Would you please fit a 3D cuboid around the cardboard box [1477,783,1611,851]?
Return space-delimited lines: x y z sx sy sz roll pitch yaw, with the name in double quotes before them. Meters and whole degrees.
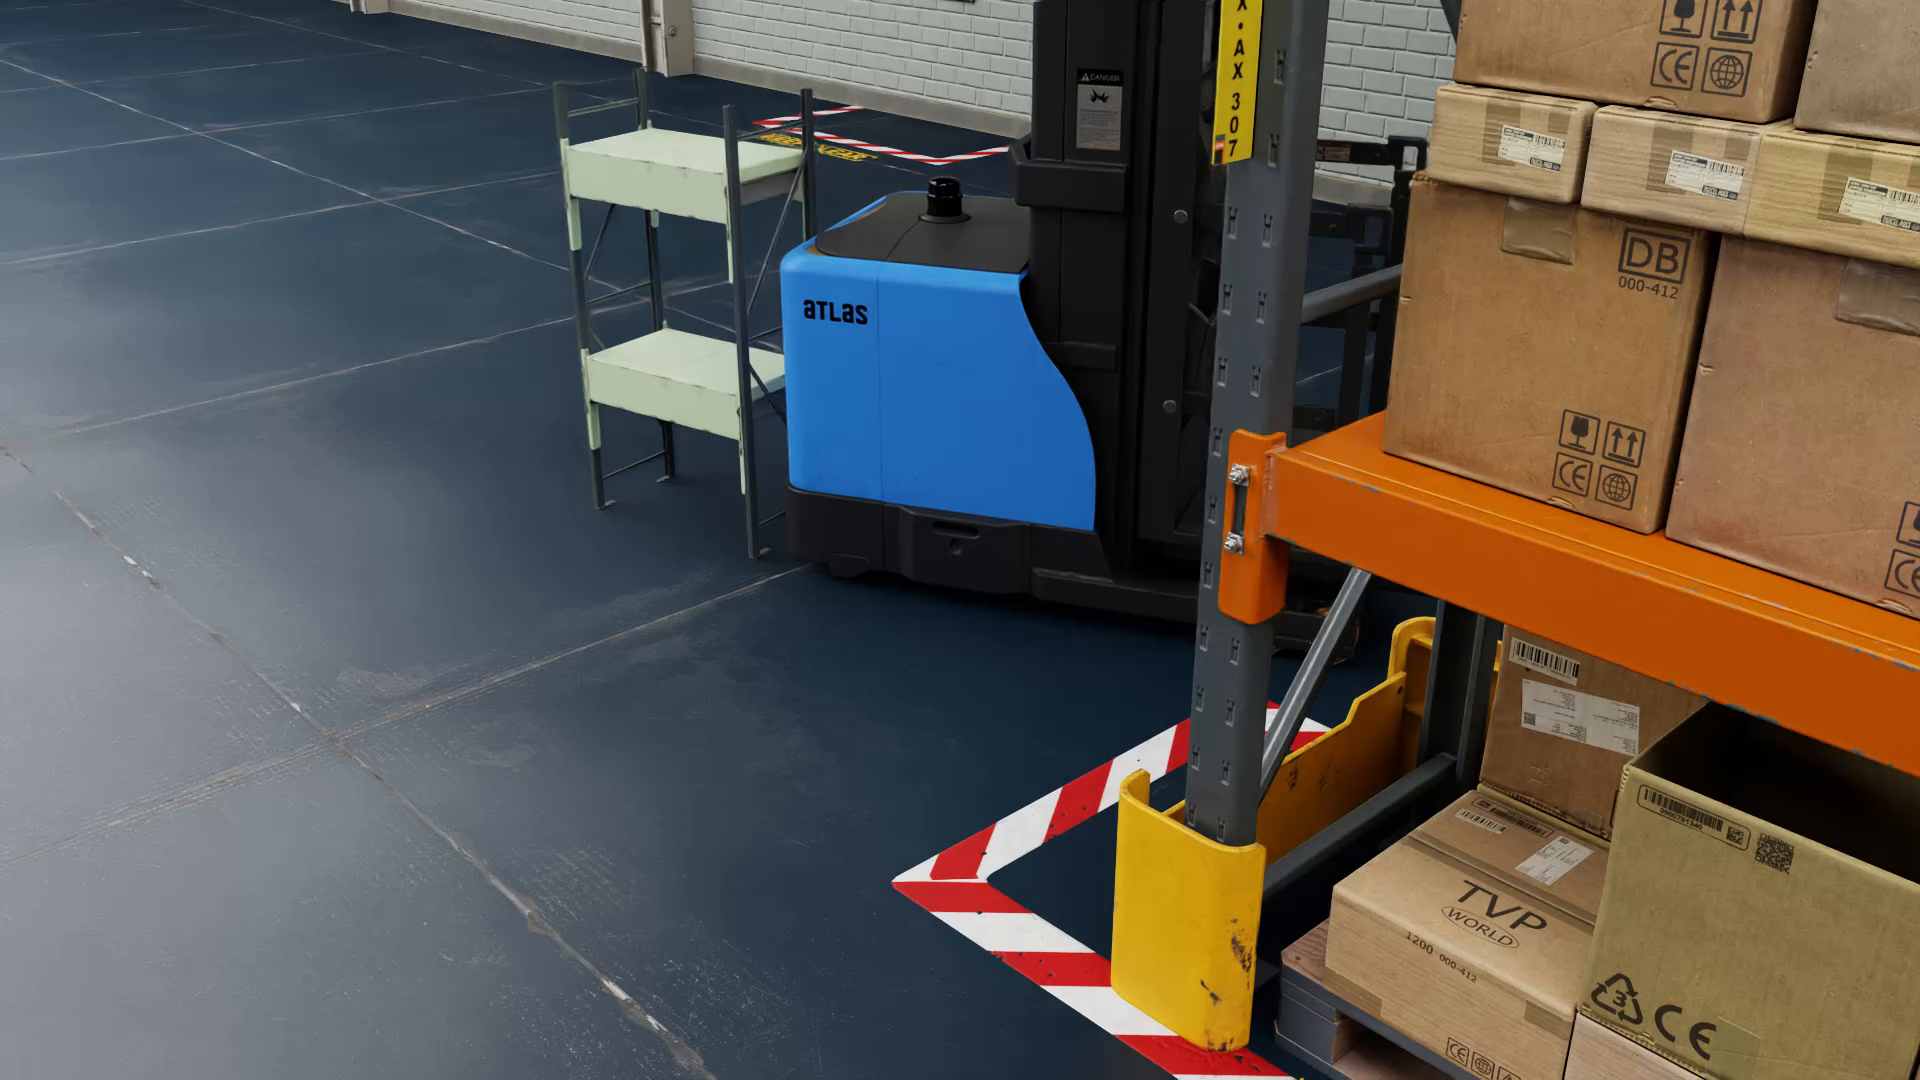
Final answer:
"cardboard box" 1.444 0.633 3.555 0.500 0.250 0.500 -21 32 -38

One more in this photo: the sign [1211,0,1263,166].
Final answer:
"sign" 0.453 -0.780 2.707 0.100 0.325 0.005 -21 32 -38

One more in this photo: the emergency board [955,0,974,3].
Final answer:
"emergency board" -0.169 -4.530 12.066 0.157 1.169 0.626 -21 32 -38

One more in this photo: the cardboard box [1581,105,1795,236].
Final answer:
"cardboard box" 1.156 -0.587 2.520 0.380 0.149 0.250 -22 33 -40

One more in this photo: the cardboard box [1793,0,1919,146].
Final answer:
"cardboard box" 1.572 -0.822 2.255 0.700 0.500 0.500 -22 33 -40

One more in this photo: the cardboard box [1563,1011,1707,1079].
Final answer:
"cardboard box" 1.411 0.931 2.903 0.500 0.250 0.500 -21 32 -38

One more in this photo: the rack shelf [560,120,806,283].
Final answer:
"rack shelf" -0.893 -1.127 5.472 0.720 0.370 0.431 16 29 31

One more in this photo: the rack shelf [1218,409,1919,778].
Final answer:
"rack shelf" 2.229 0.428 2.065 1.077 0.370 4.000 -21 32 -38

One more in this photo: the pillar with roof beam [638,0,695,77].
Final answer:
"pillar with roof beam" -5.759 -7.089 10.447 9.100 9.000 0.400 -21 32 -38

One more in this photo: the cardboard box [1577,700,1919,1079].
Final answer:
"cardboard box" 1.409 0.590 2.746 0.500 0.500 0.500 -21 32 -38

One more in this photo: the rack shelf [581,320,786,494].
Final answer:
"rack shelf" -0.893 -0.475 5.769 0.720 0.370 0.431 16 29 31

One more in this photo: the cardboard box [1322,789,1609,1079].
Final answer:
"cardboard box" 1.066 0.780 3.233 0.500 0.250 0.500 -21 32 -38

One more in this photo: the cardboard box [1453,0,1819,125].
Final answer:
"cardboard box" 1.208 -0.980 2.601 0.700 0.500 0.500 -21 32 -38

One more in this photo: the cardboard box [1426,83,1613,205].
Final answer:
"cardboard box" 0.973 -0.666 2.694 0.380 0.149 0.250 -22 32 -39

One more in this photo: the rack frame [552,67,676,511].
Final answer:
"rack frame" -1.195 -0.857 5.822 0.023 1.500 0.400 16 29 31

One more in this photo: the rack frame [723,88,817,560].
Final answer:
"rack frame" -0.591 -0.686 5.446 0.023 1.500 0.400 16 29 31

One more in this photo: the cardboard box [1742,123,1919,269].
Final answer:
"cardboard box" 1.325 -0.511 2.354 0.380 0.149 0.250 -21 32 -38

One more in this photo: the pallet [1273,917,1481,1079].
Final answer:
"pallet" 1.415 0.983 3.341 1.003 0.211 1.213 -21 32 -38

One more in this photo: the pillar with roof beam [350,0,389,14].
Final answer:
"pillar with roof beam" -9.860 -8.907 14.432 9.100 9.000 0.400 -21 32 -38

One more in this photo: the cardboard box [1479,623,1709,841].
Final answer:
"cardboard box" 1.446 0.291 3.401 0.500 0.500 0.500 -21 32 -38

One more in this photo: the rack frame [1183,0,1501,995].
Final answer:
"rack frame" 0.862 -0.505 3.244 1.000 3.000 0.127 -21 32 -38

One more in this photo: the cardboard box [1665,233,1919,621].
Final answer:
"cardboard box" 1.534 -0.248 2.559 0.700 0.500 0.500 -20 31 -37

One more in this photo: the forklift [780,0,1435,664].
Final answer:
"forklift" 1.003 -1.213 4.879 3.031 2.935 1.130 8 26 18

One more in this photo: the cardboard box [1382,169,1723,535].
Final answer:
"cardboard box" 1.172 -0.406 2.905 0.700 0.500 0.500 -21 32 -38

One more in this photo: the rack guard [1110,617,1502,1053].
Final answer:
"rack guard" 0.846 0.625 3.779 1.175 0.500 0.348 -21 32 -38

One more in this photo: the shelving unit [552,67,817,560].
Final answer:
"shelving unit" -0.893 -0.771 5.634 0.755 1.500 0.431 16 29 31
